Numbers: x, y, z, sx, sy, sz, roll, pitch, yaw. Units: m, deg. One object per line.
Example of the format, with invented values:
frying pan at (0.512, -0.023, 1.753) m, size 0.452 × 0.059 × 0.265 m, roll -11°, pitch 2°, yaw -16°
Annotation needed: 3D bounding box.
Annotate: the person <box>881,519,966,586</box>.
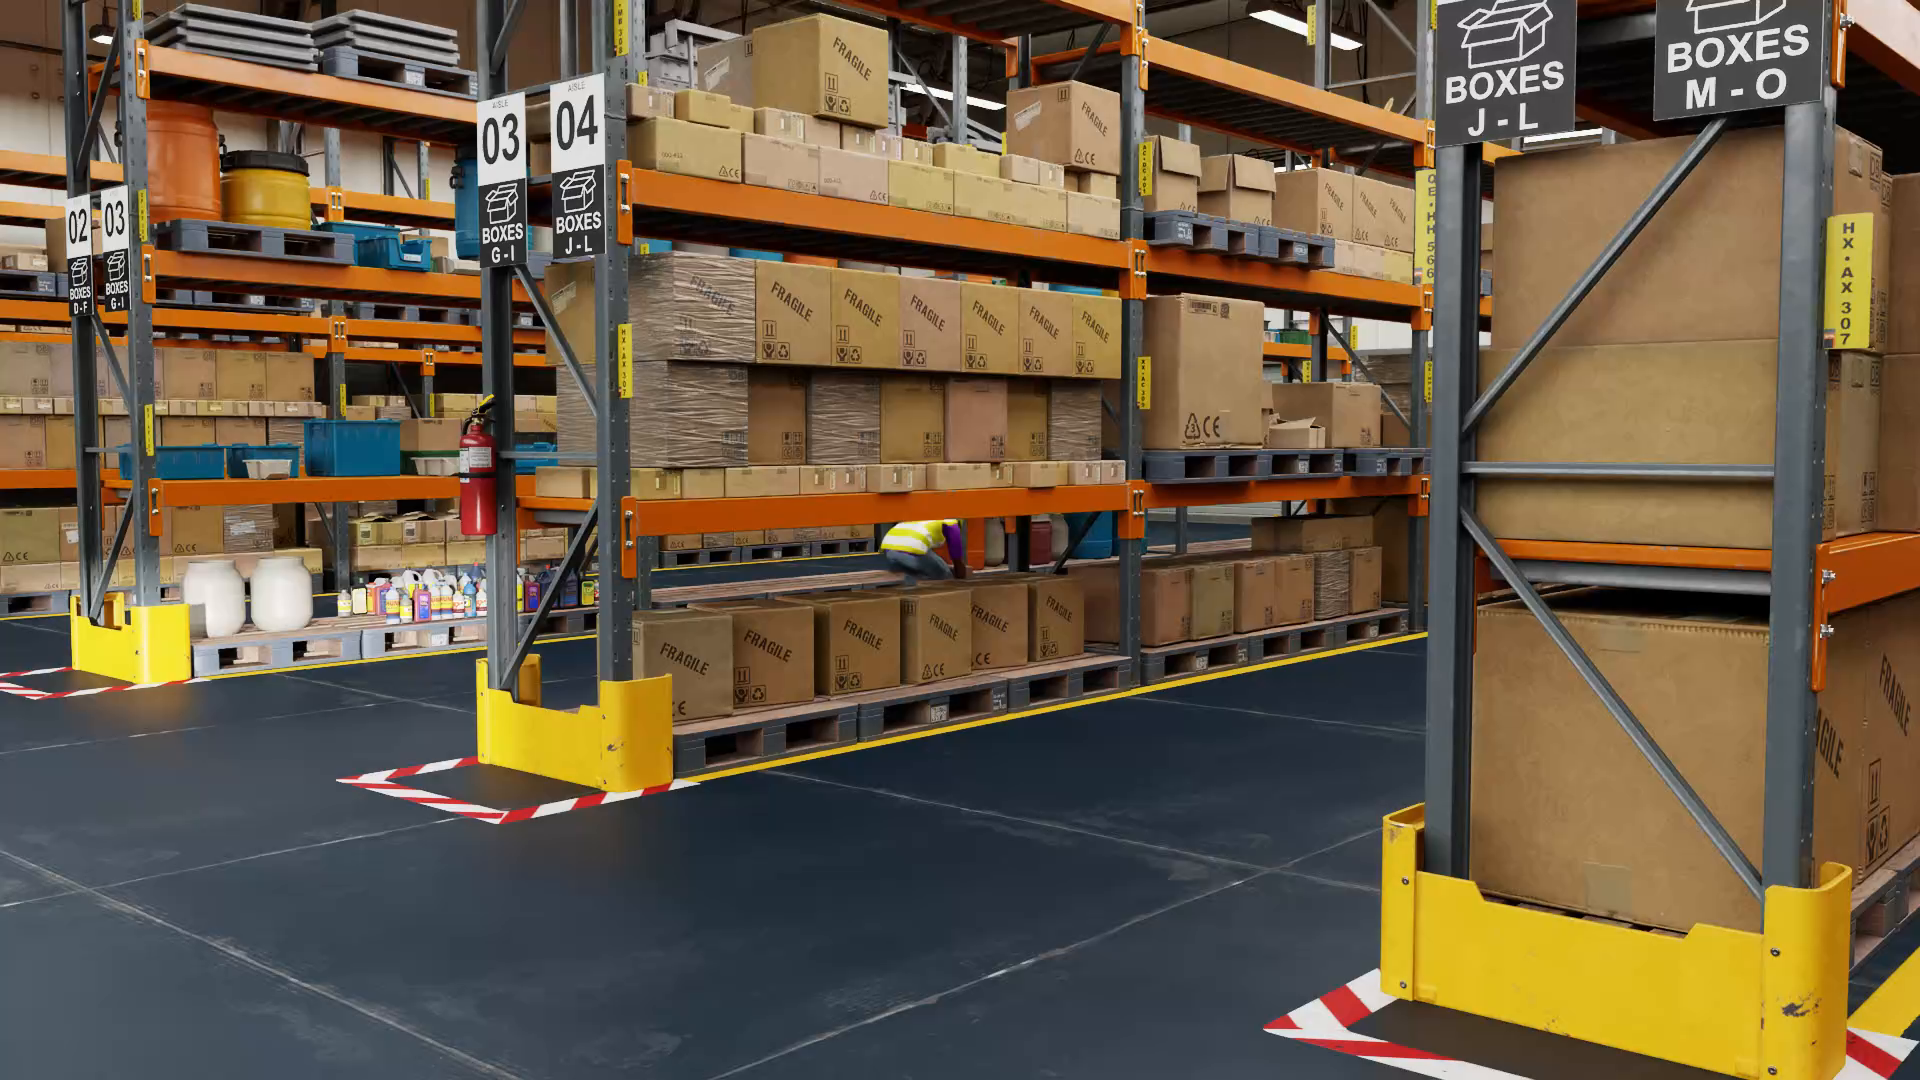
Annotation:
person at (-0.292, 0.201, 14.479) m, size 0.526 × 1.007 × 0.947 m, roll 3°, pitch 5°, yaw 39°
